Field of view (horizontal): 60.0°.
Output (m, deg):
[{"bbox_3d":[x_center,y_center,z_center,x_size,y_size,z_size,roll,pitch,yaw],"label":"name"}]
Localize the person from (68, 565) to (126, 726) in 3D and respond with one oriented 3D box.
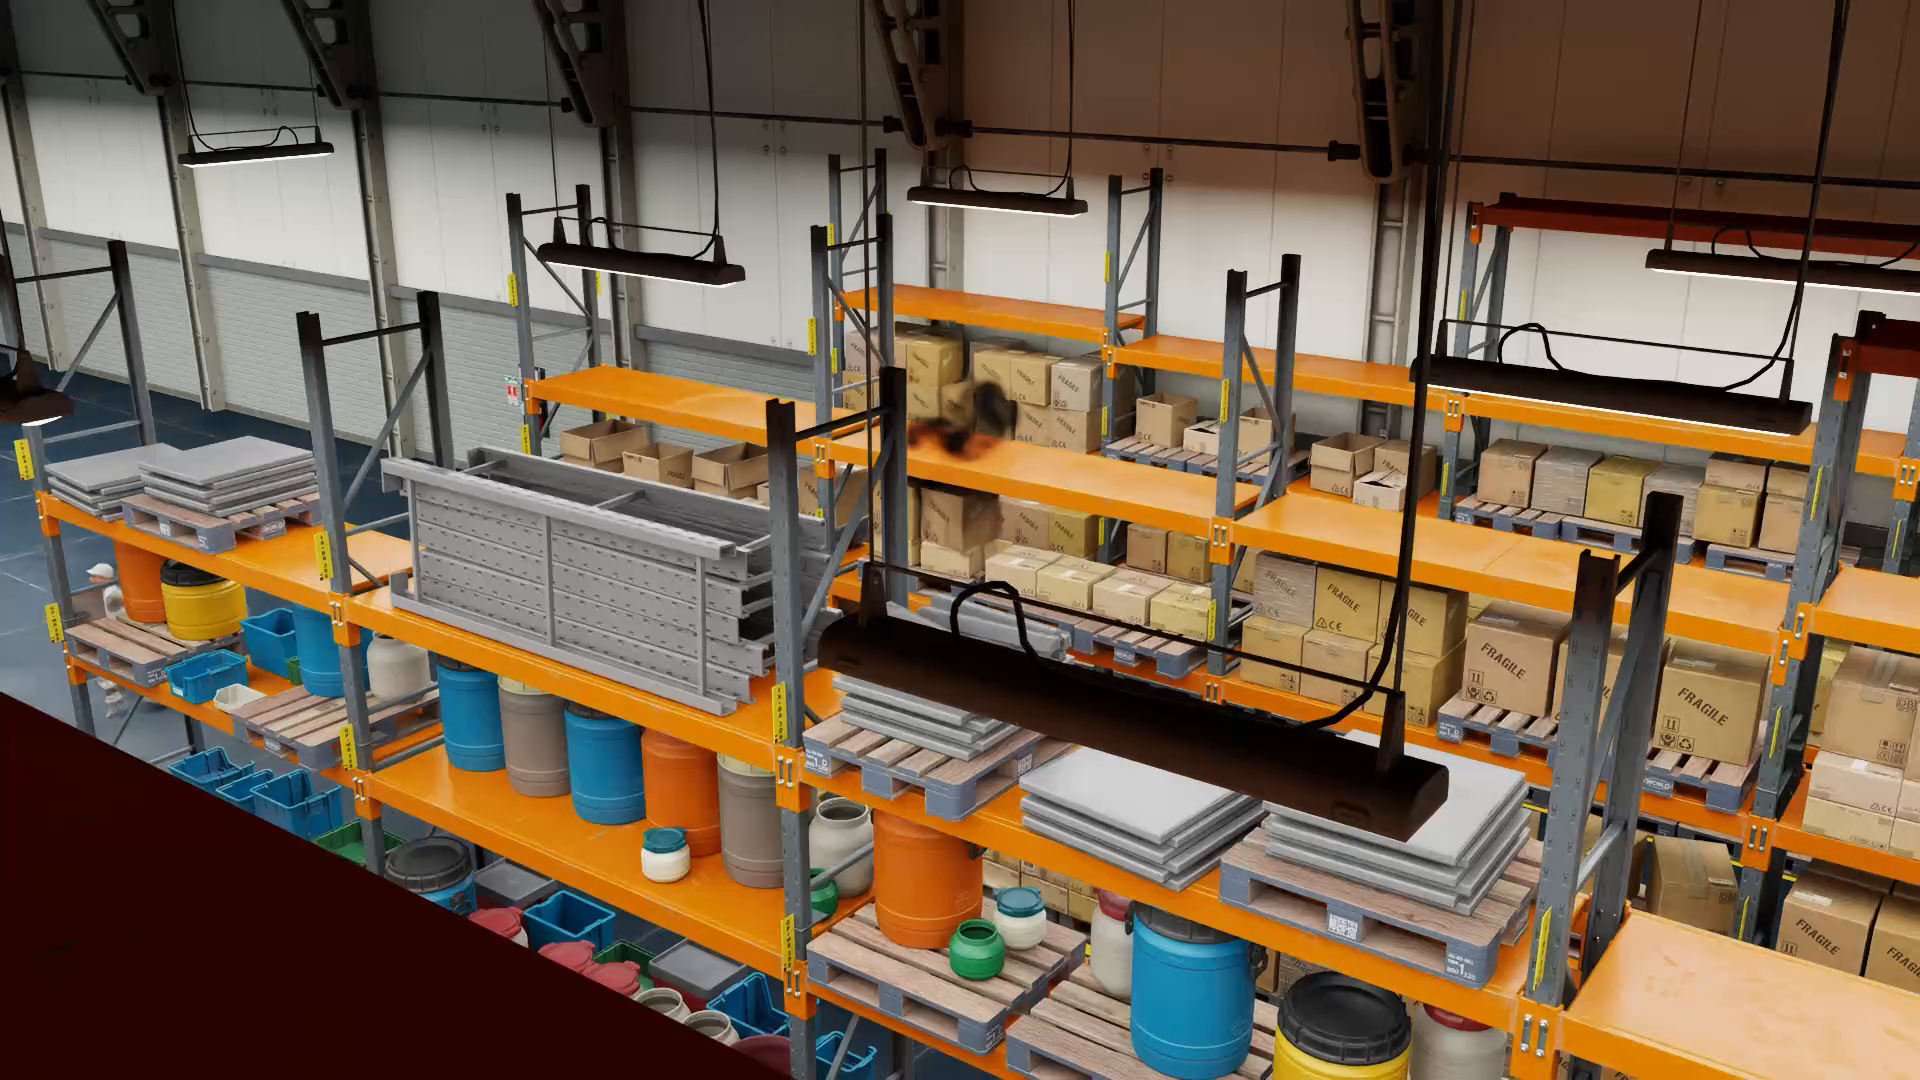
[{"bbox_3d":[-9.747,1.128,18.967,1.064,1.824,0.621,-12,22,-31],"label":"person"}]
